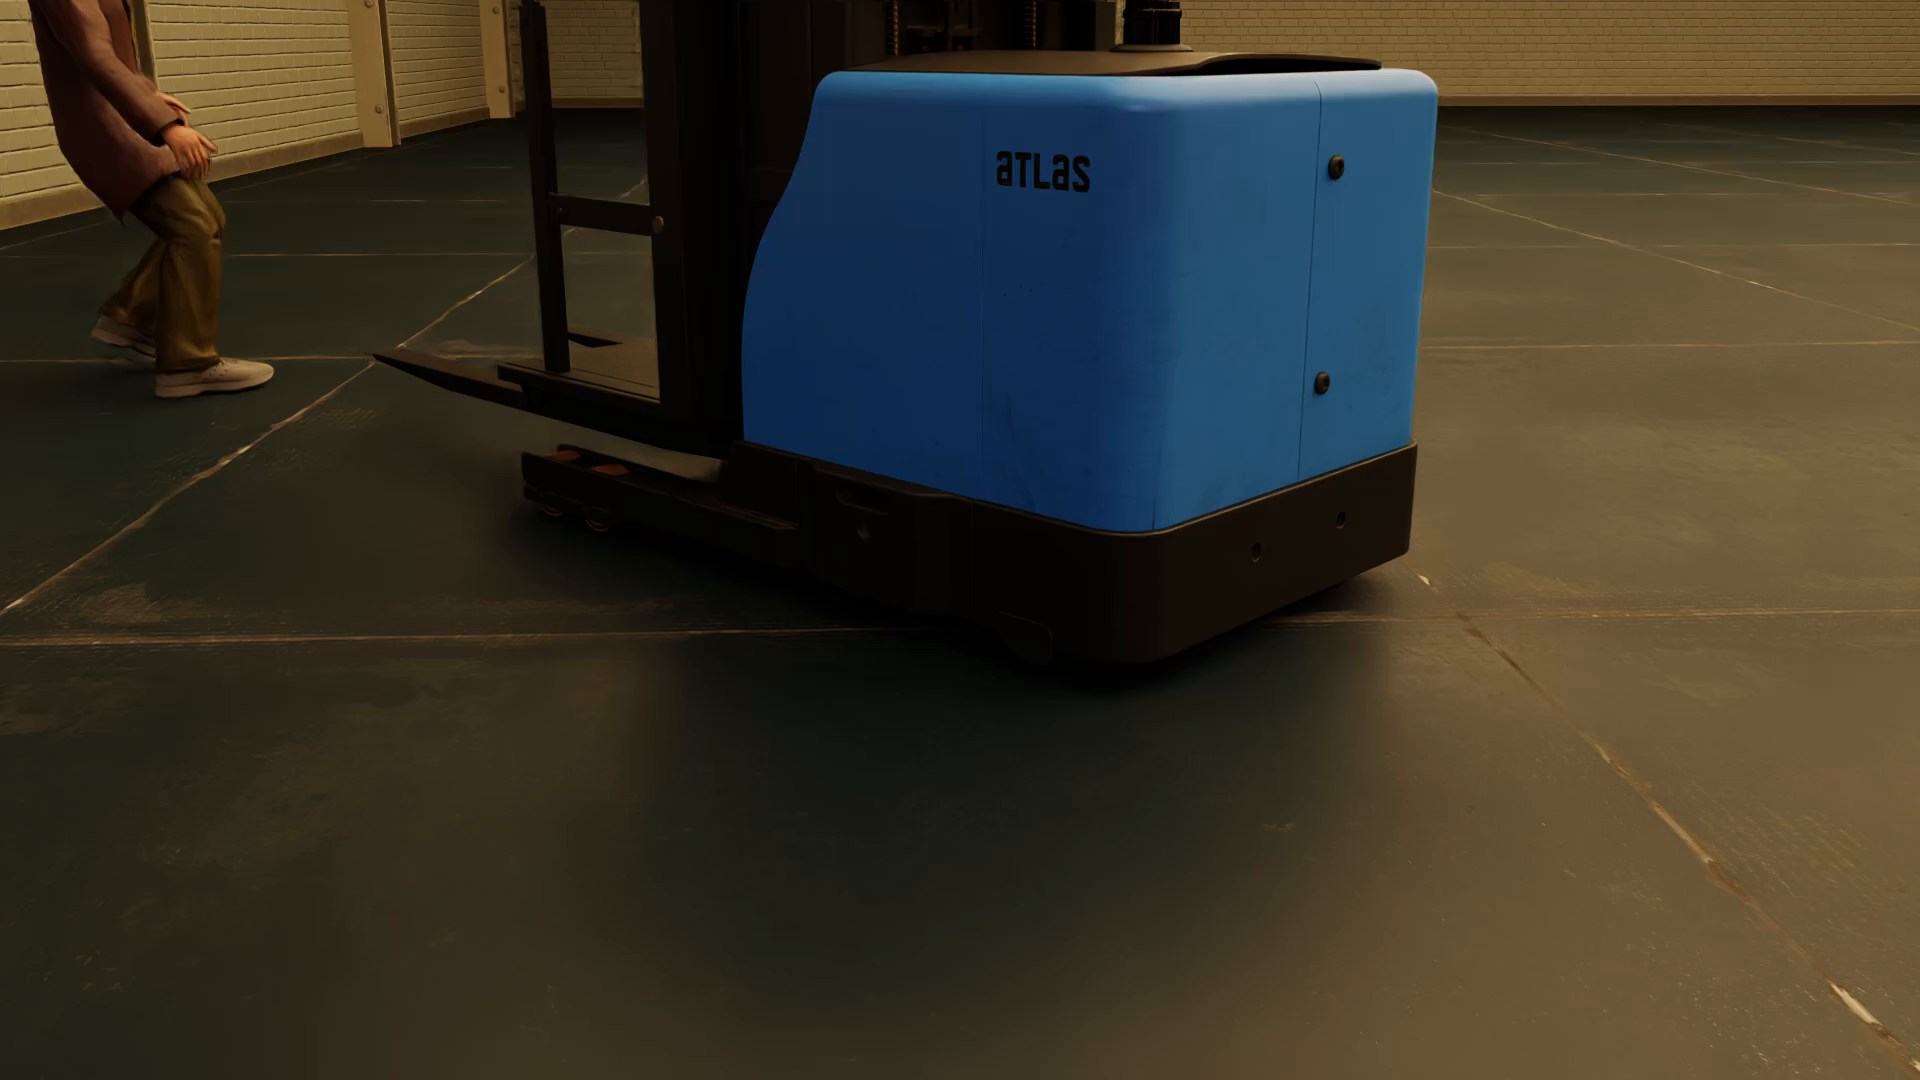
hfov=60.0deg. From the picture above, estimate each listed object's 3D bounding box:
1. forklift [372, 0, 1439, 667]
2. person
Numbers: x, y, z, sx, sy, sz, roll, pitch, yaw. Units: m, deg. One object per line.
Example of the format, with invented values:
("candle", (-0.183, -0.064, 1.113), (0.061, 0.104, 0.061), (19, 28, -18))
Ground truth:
("forklift", (-0.438, -1.516, 3.862), (3.031, 2.935, 1.130), (16, 23, 41))
("person", (-2.663, -1.342, 5.451), (0.583, 1.671, 0.870), (-7, 18, -23))
